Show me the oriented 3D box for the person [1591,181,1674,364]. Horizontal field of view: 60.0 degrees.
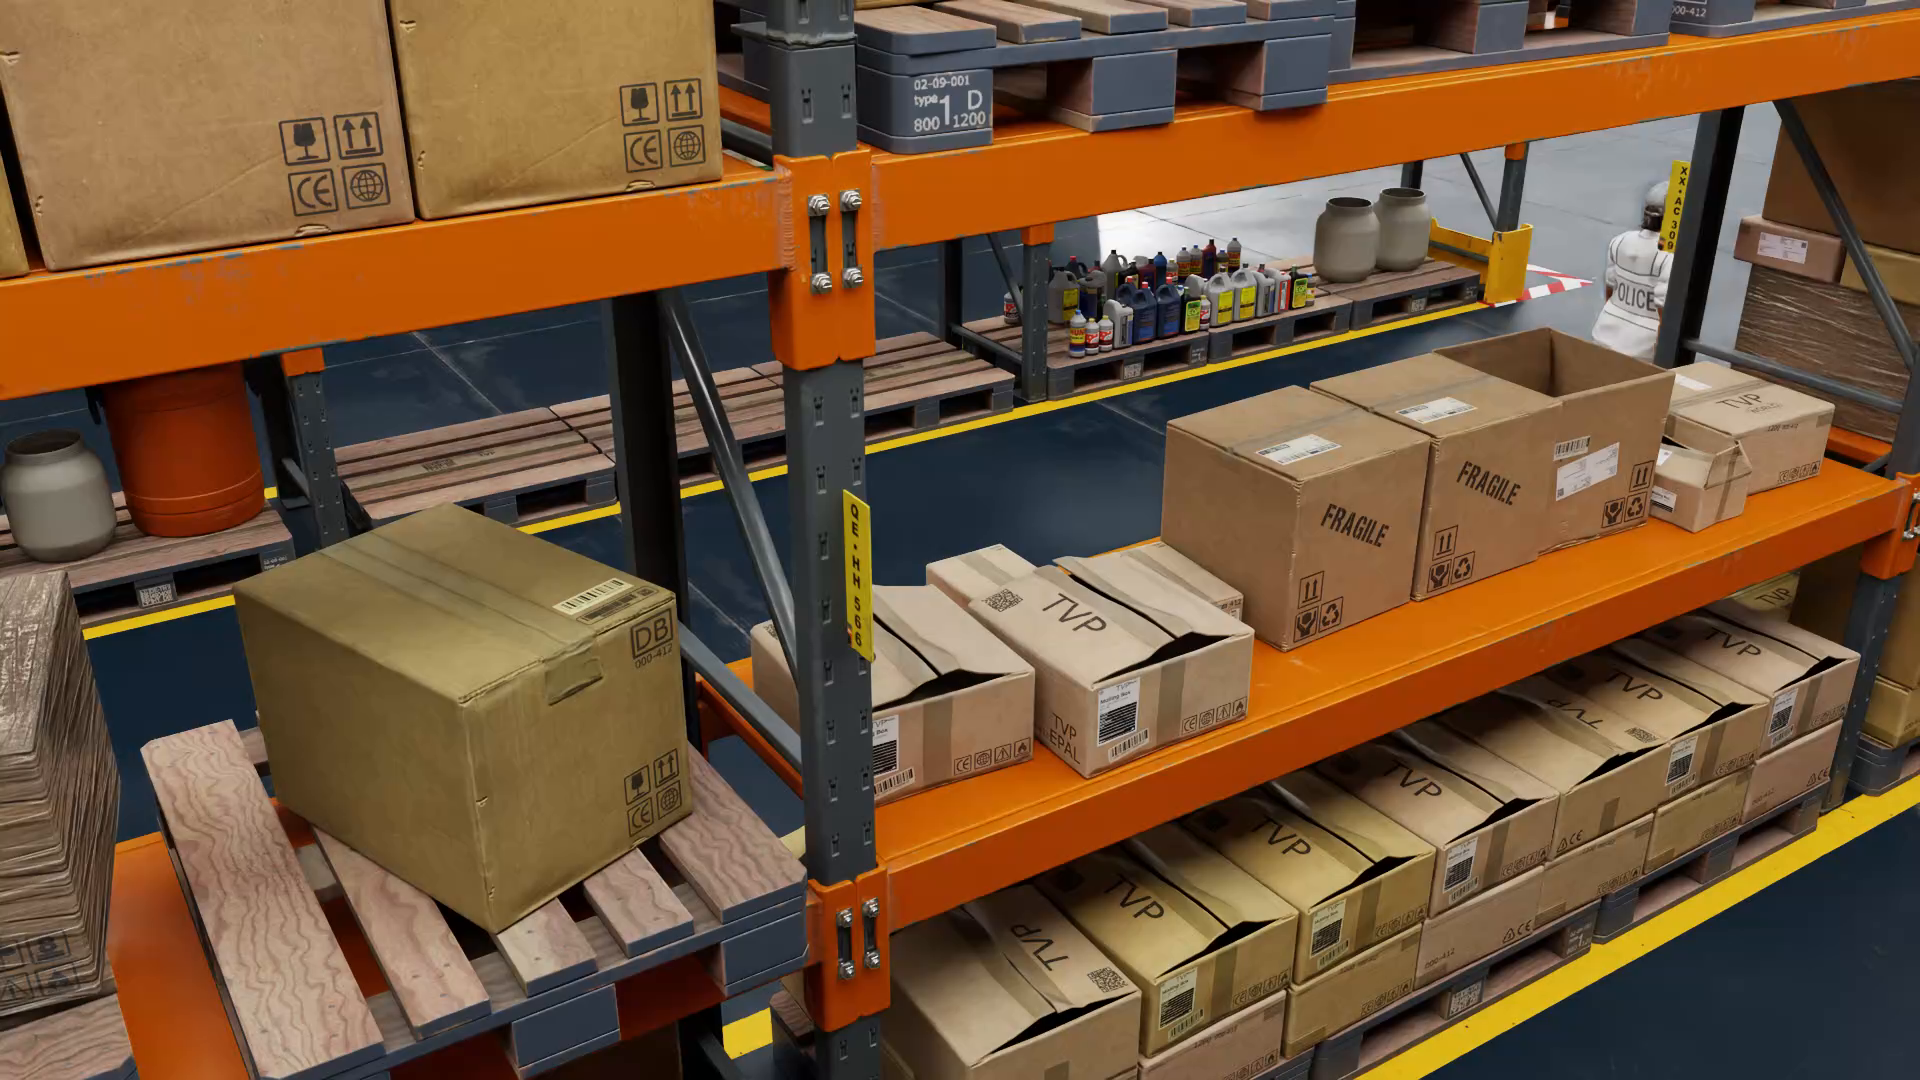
[{"bbox_3d":[3.329,-0.905,8.039,0.793,1.686,0.523,-15,29,-29],"label":"person"}]
